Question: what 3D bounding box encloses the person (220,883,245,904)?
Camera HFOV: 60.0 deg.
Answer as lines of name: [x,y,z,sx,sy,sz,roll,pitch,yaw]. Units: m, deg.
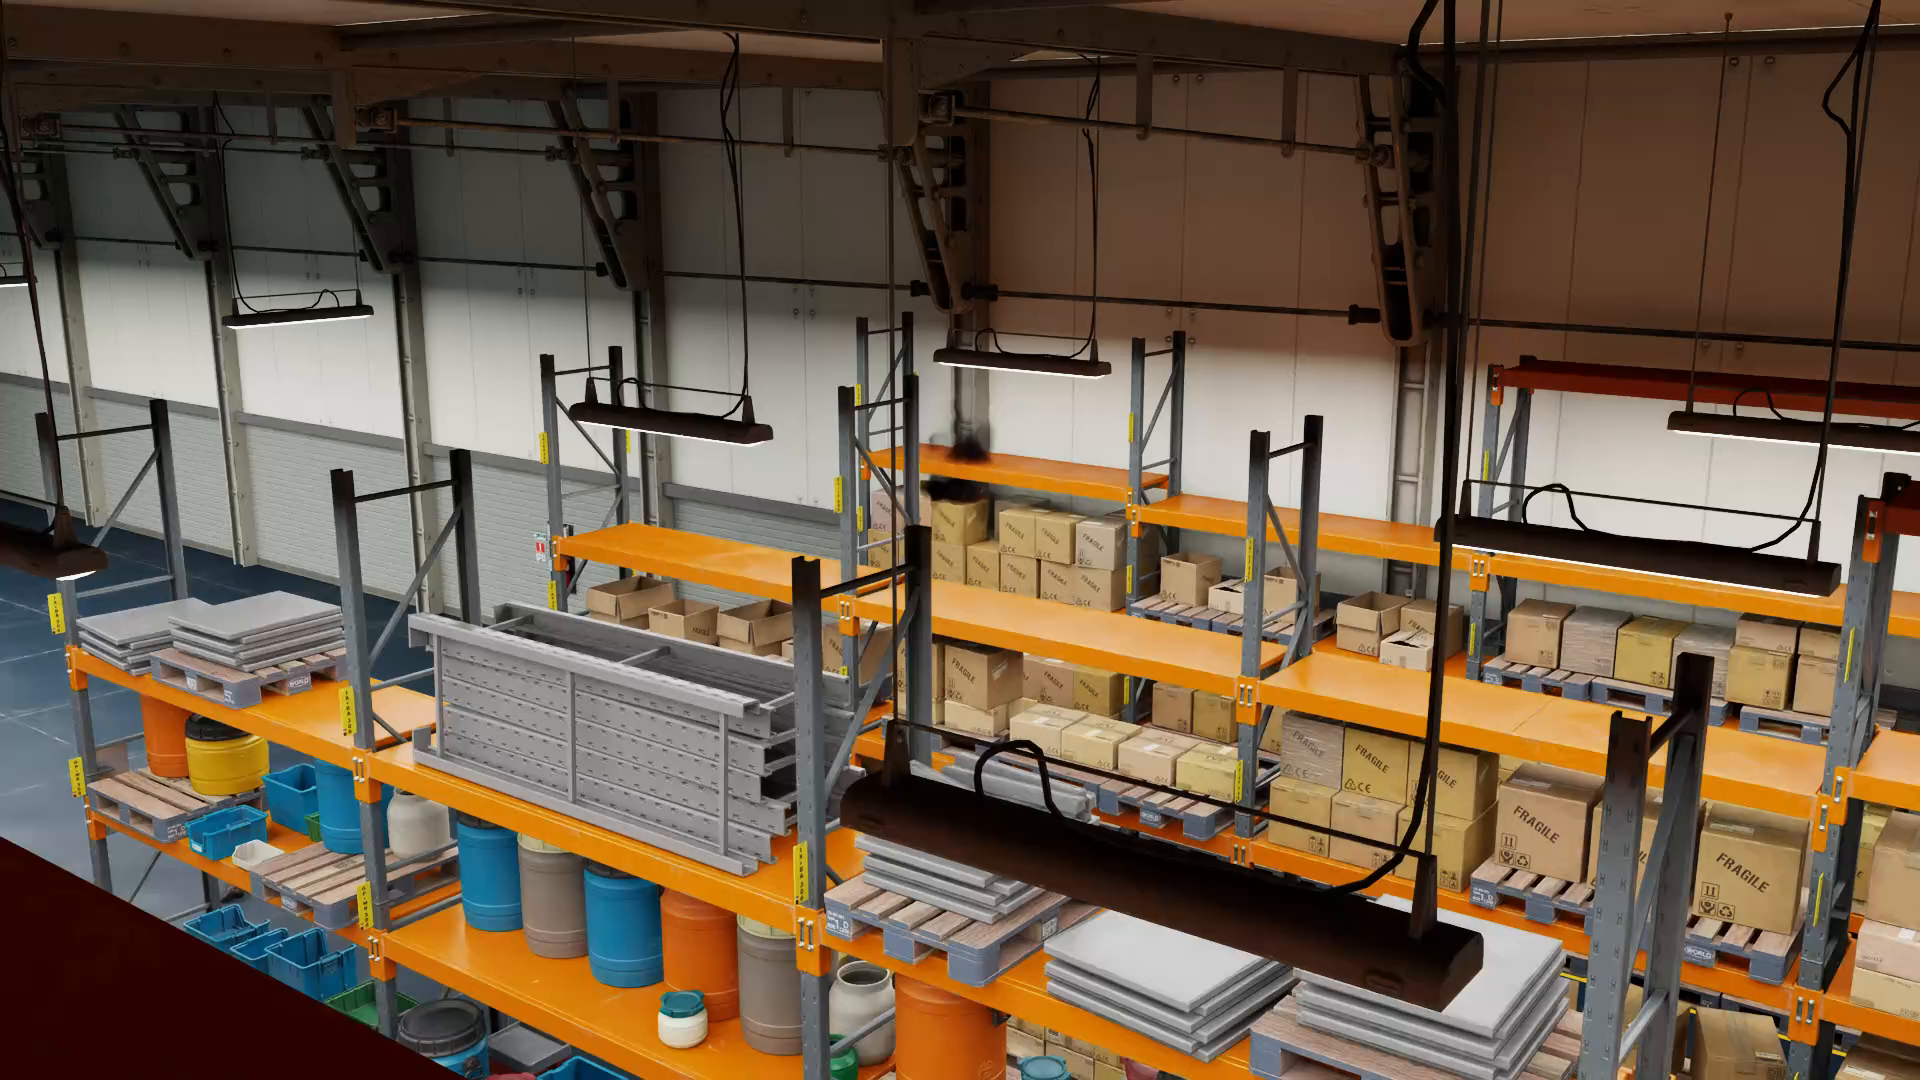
person: [-7.745,3.104,18.088,0.822,1.727,0.671,-5,14,-19]
